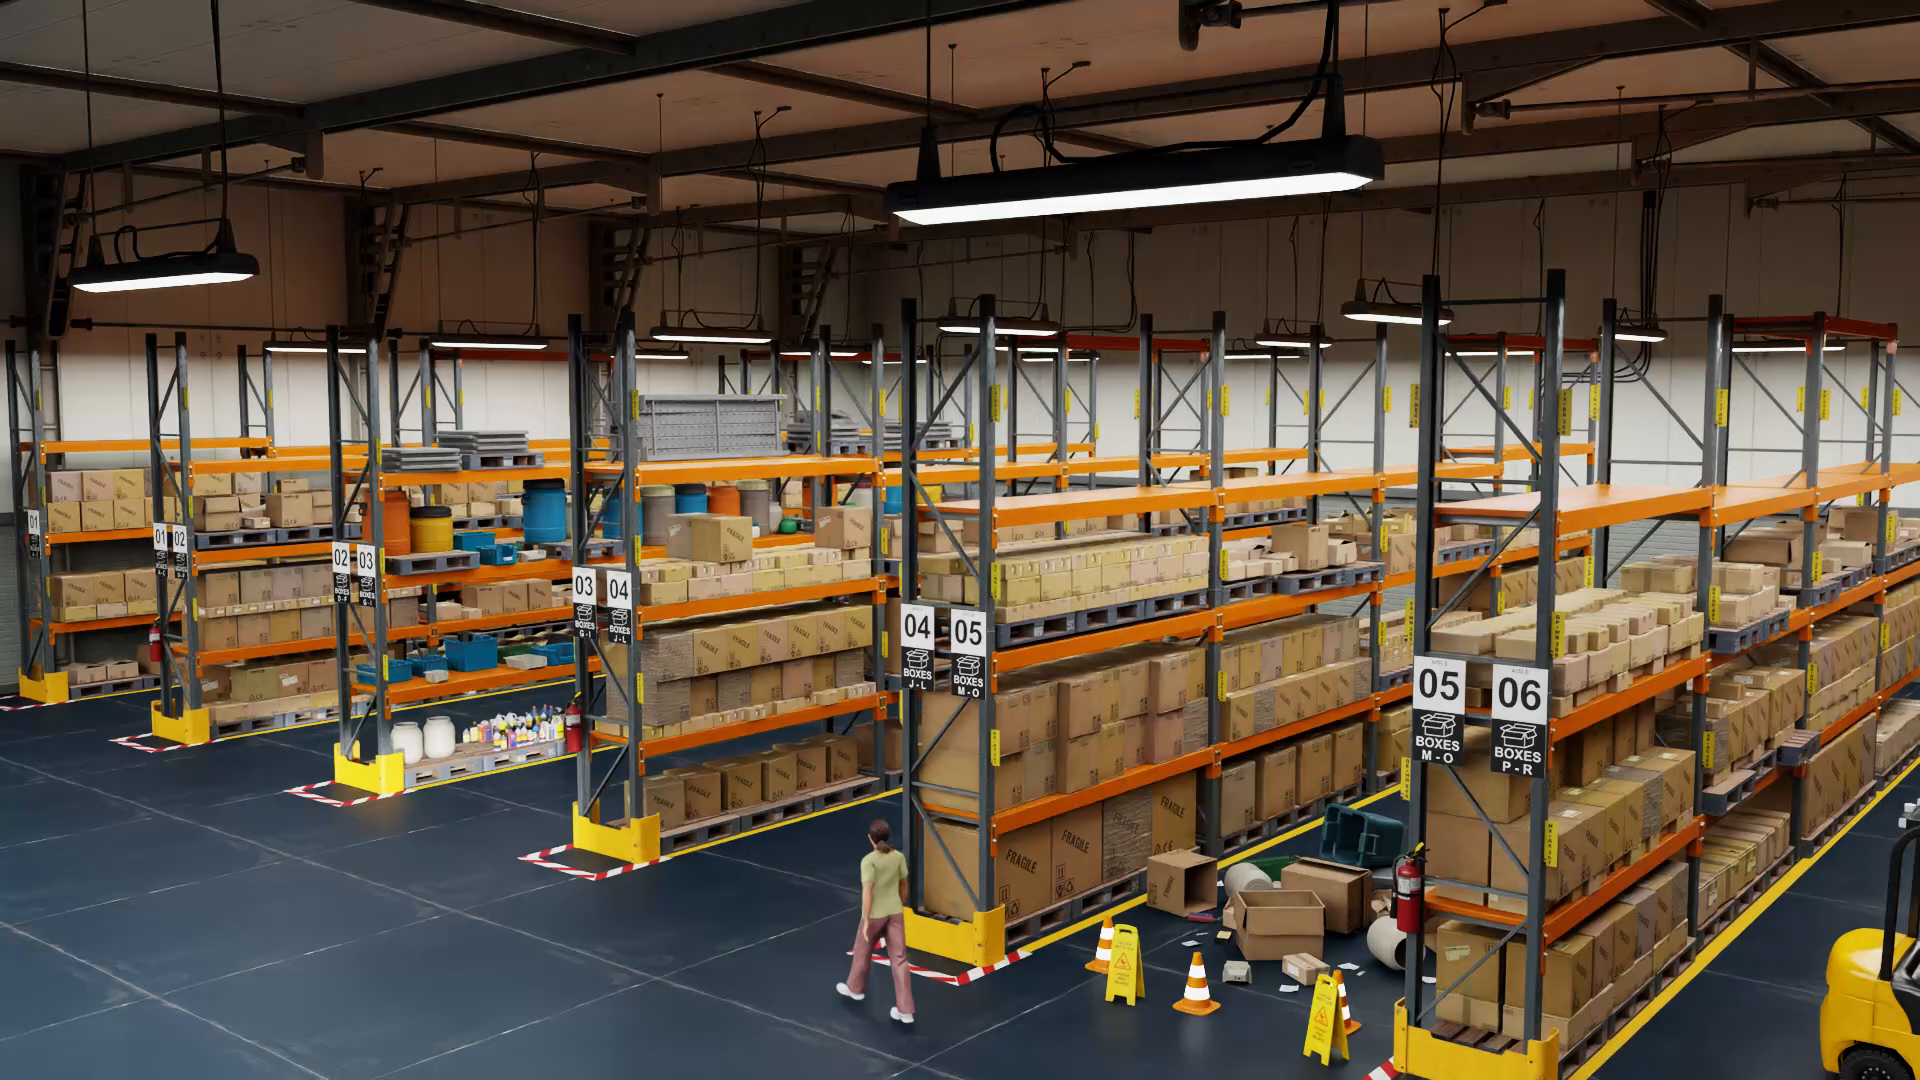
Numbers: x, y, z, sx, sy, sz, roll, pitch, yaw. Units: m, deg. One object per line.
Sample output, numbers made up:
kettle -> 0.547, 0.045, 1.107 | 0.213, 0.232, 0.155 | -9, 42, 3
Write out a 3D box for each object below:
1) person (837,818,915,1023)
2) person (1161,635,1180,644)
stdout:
person -> -0.665, 3.098, 13.799 | 0.492, 1.596, 1.020 | -3, 6, -31
person -> 2.982, 2.102, 23.329 | 0.480, 1.645, 0.840 | 4, 6, 36
